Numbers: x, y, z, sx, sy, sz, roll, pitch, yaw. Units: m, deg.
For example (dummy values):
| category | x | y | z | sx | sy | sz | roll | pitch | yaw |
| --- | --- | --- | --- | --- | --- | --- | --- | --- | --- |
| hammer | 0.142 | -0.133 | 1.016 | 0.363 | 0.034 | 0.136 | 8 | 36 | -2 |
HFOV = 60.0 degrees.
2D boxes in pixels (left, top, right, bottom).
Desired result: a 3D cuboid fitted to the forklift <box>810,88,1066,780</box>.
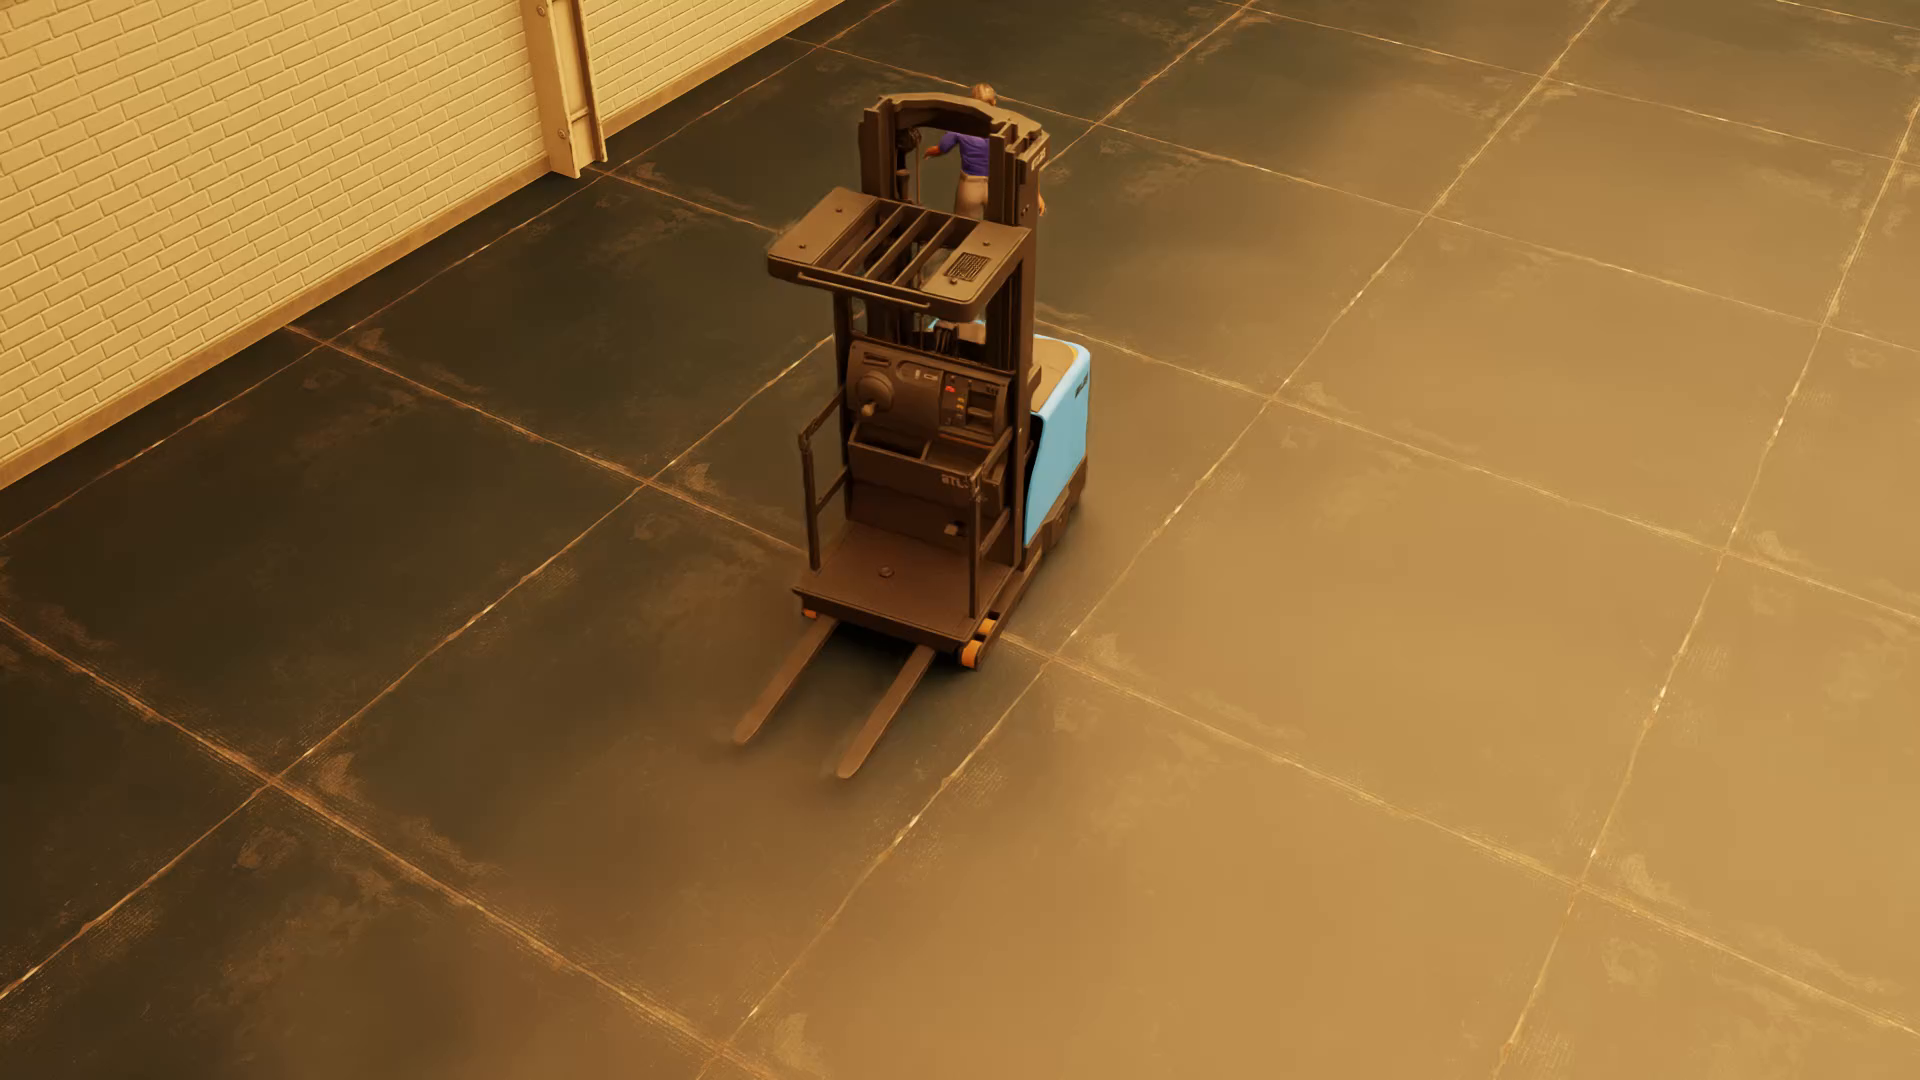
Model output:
| category | x | y | z | sx | sy | sz | roll | pitch | yaw |
| --- | --- | --- | --- | --- | --- | --- | --- | --- | --- |
| forklift | -0.108 | -0.731 | 8.830 | 1.130 | 2.935 | 3.031 | 7 | 41 | 8 |

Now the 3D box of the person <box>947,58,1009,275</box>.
| category | x | y | z | sx | sy | sz | roll | pitch | yaw |
| --- | --- | --- | --- | --- | --- | --- | --- | --- | --- |
| person | 0.162 | -2.701 | 12.145 | 0.512 | 1.653 | 0.349 | 1 | 40 | 2 |
